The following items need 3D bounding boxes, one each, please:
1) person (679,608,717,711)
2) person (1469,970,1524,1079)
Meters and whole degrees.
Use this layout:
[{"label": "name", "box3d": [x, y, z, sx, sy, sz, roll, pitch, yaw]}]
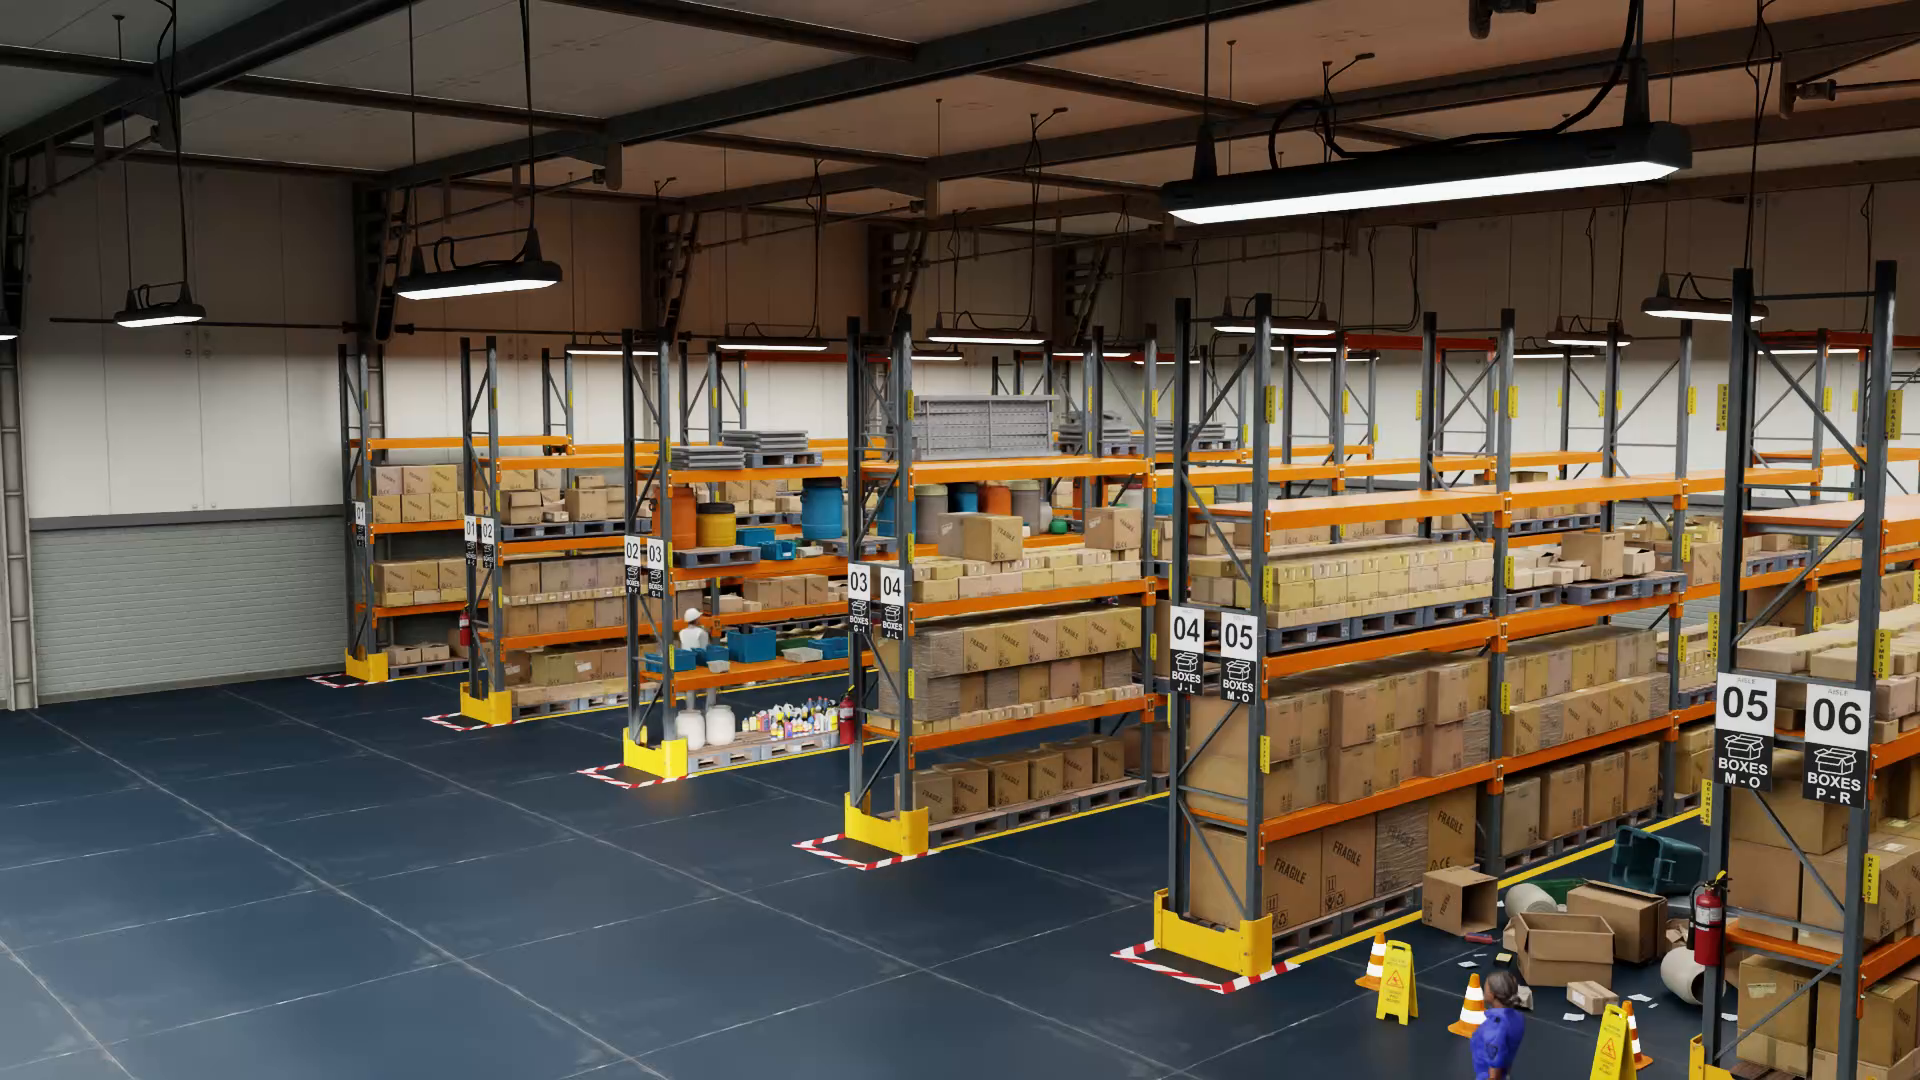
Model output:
[{"label": "person", "box3d": [-3.989, 1.903, 25.247, 0.542, 1.761, 0.648, 1, 5, 8]}, {"label": "person", "box3d": [3.211, 3.425, 10.116, 0.412, 1.663, 0.479, 1, 5, 13]}]
